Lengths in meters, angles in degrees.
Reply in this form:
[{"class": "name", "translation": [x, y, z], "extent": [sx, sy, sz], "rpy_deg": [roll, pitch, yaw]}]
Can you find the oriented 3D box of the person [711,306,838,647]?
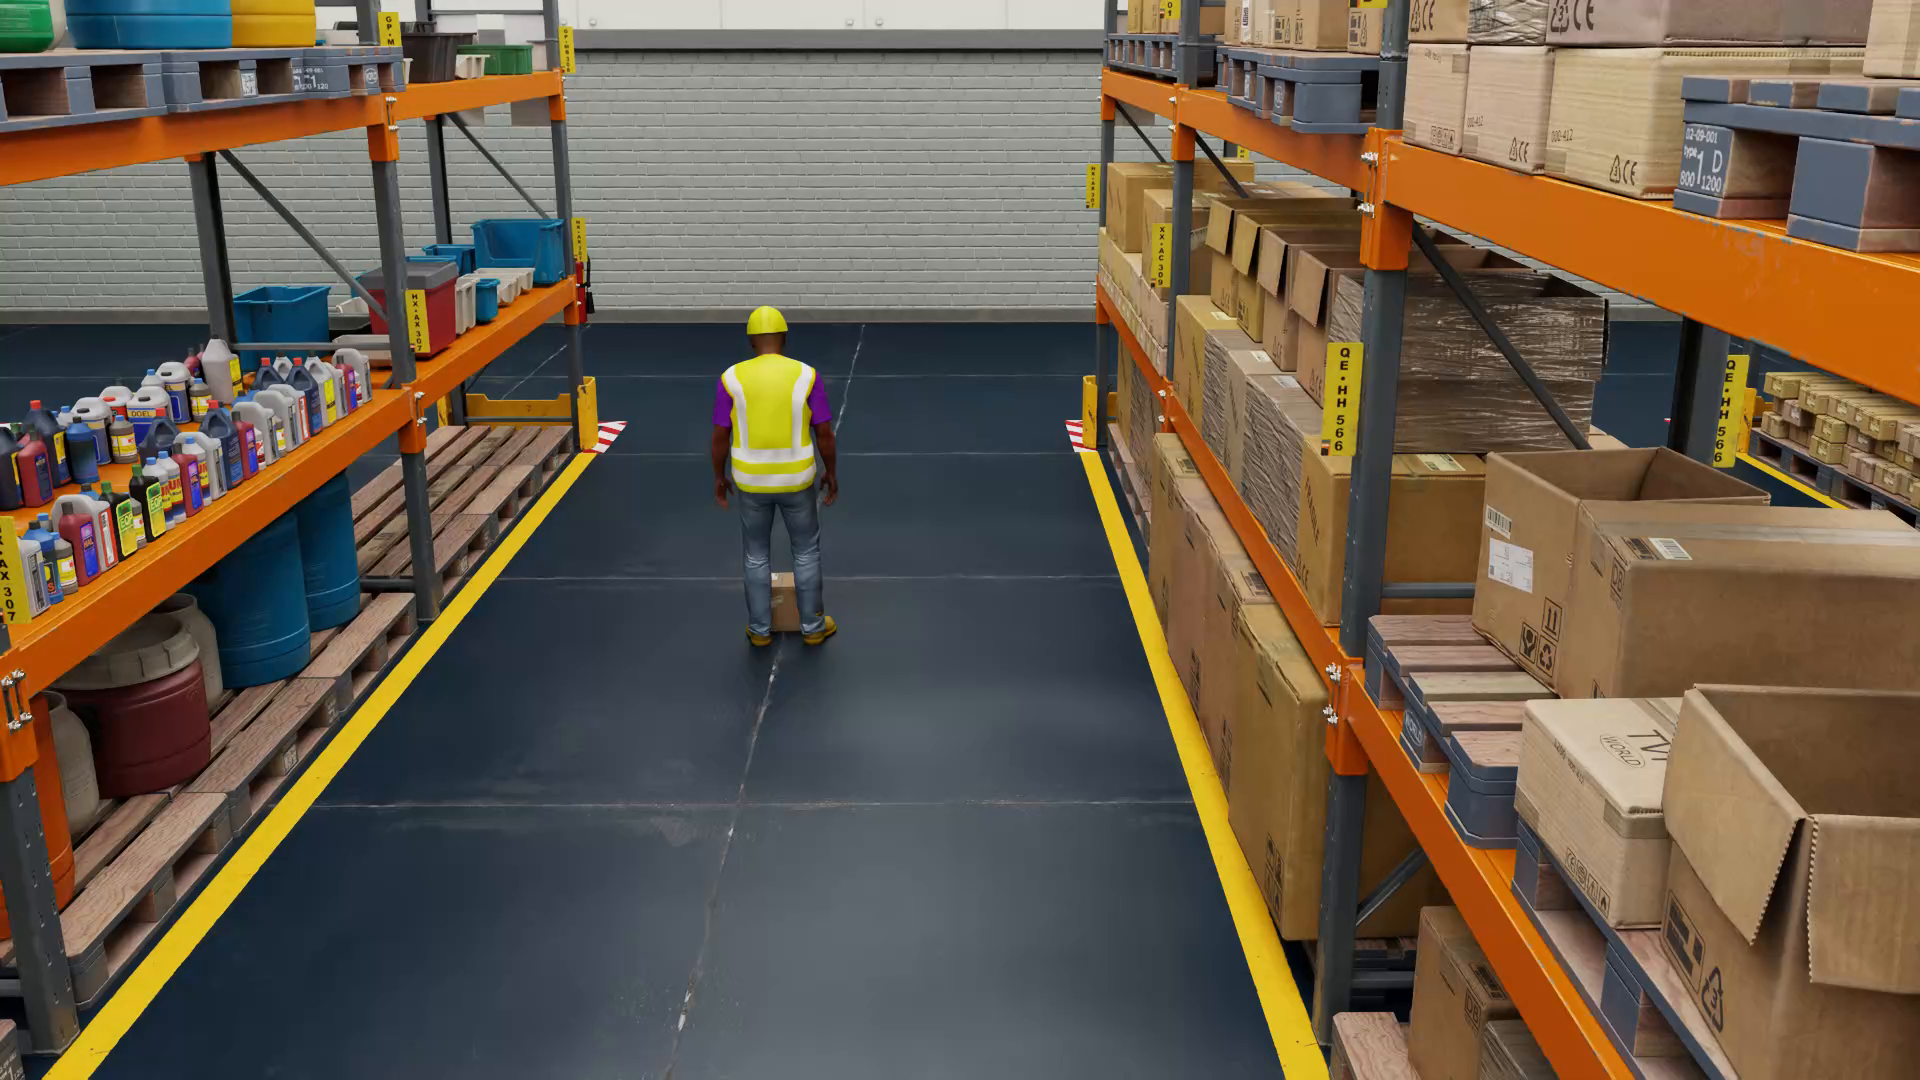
[{"class": "person", "translation": [-0.950, -0.323, 8.567], "extent": [0.638, 1.761, 0.456], "rpy_deg": [-1, 17, -3]}]
